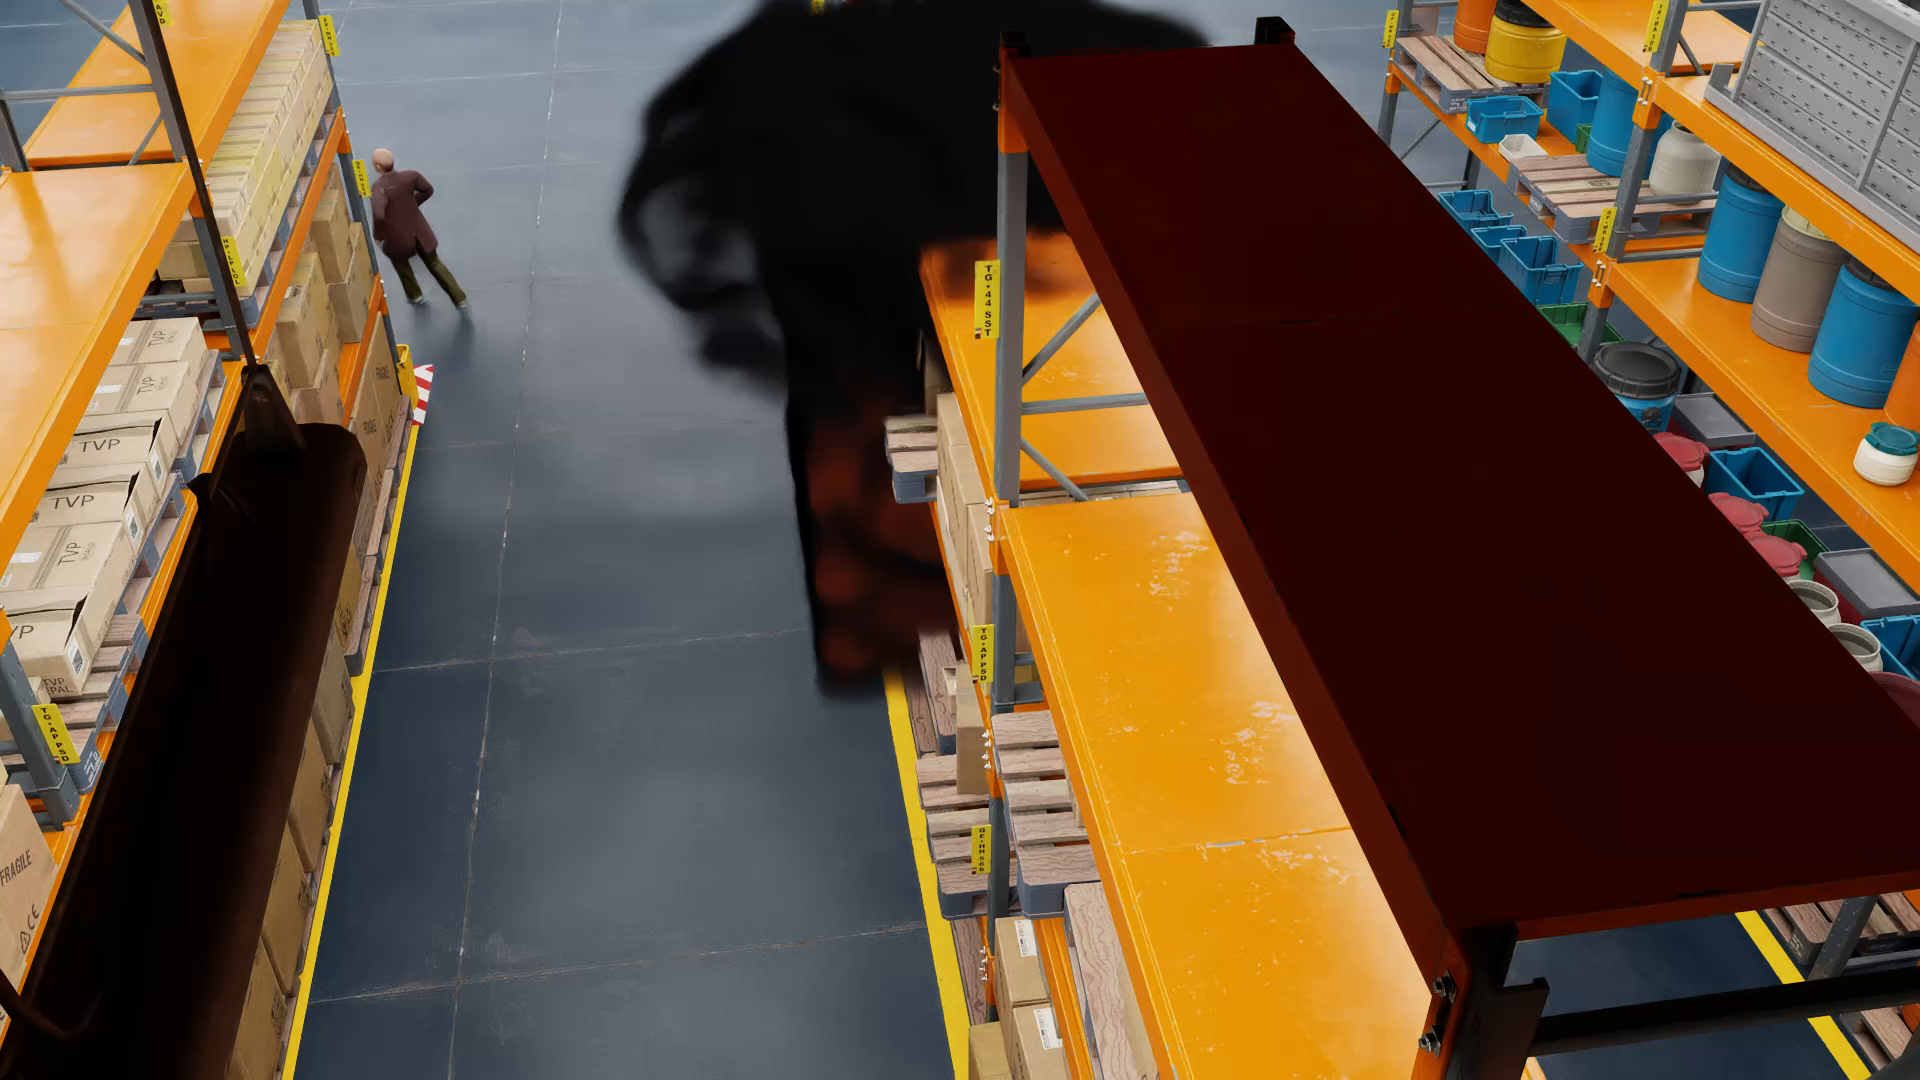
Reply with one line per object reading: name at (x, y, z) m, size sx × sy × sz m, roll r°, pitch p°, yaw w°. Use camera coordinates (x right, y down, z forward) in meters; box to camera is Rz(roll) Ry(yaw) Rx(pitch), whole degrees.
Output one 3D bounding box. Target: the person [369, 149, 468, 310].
person at (-5.330, -2.924, 15.953) m, size 0.937 × 1.798 × 0.767 m, roll 29°, pitch 45°, yaw 34°
